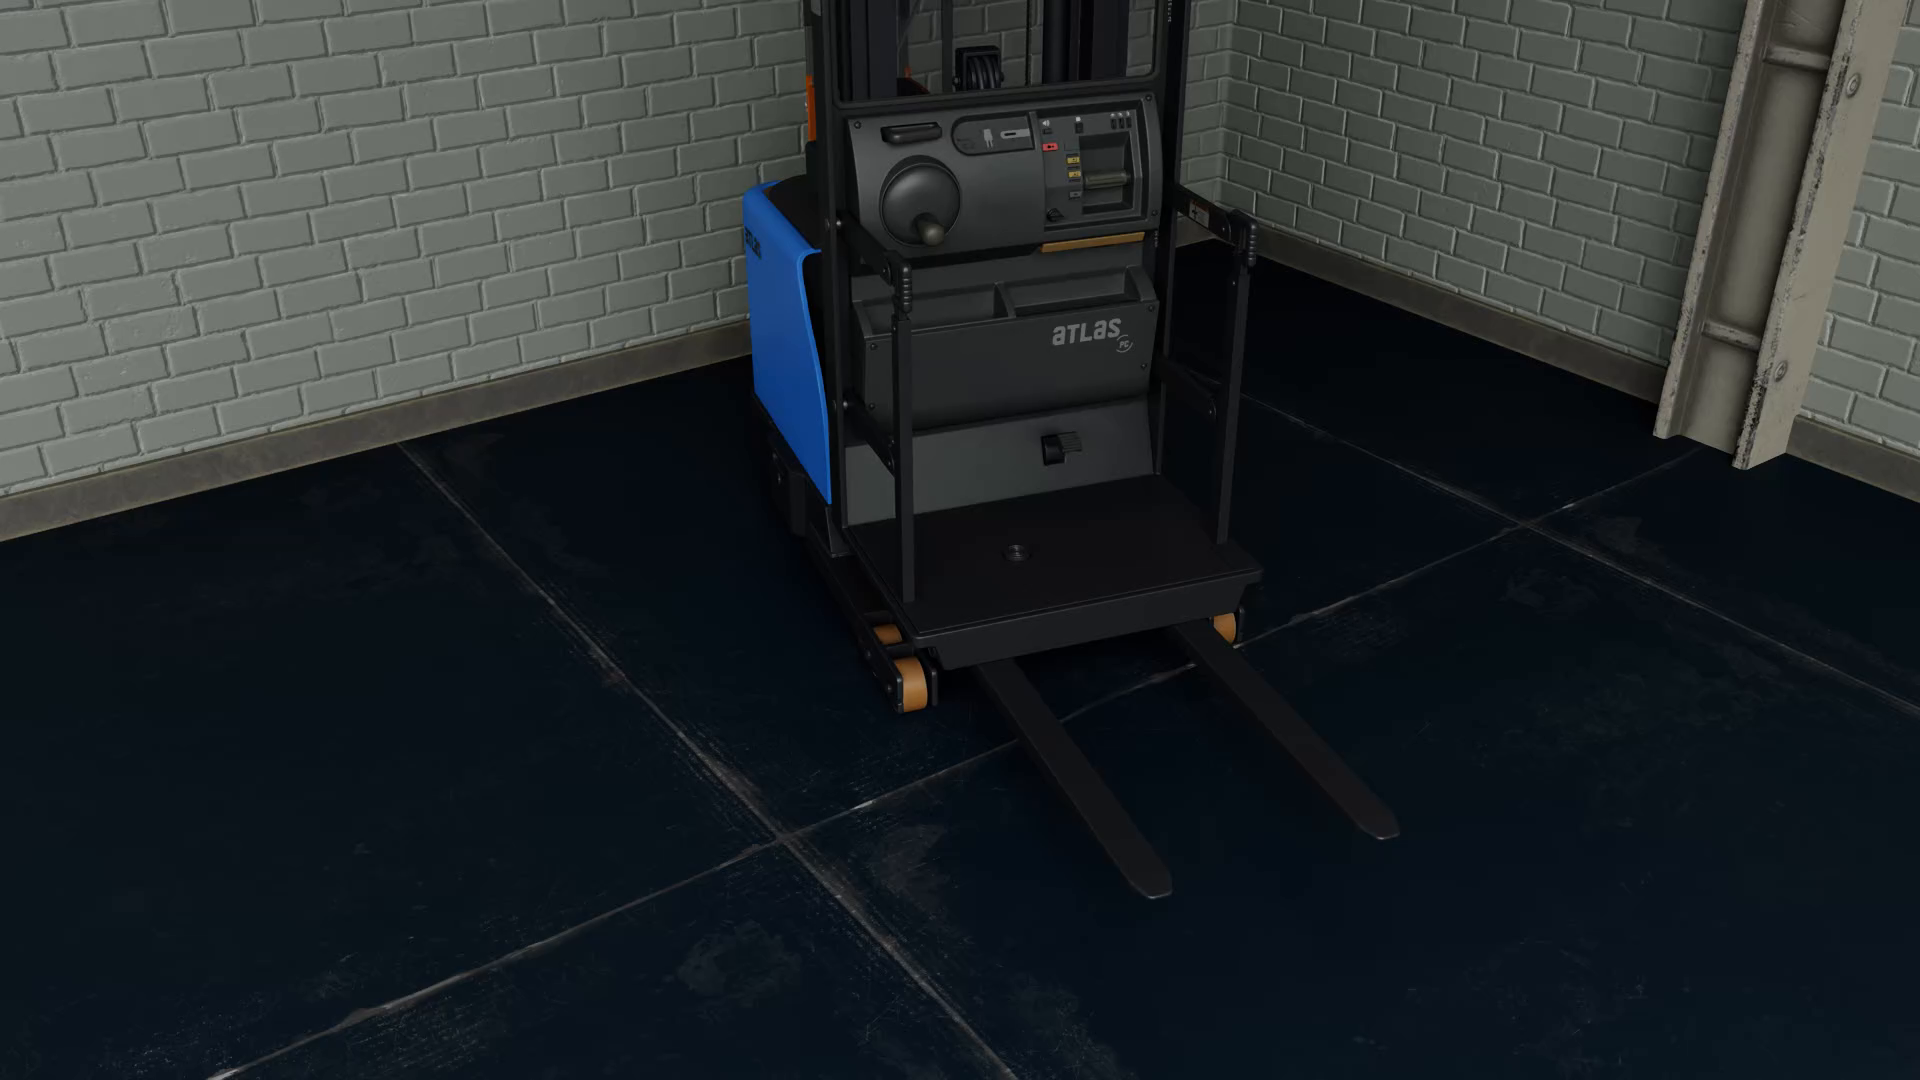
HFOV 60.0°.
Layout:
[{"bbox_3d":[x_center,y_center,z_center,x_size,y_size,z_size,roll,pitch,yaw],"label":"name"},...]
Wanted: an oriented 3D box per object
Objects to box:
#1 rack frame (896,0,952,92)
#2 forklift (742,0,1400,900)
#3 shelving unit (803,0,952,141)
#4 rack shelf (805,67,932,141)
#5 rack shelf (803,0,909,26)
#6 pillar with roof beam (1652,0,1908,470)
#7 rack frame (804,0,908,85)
[{"bbox_3d":[-0.219,-1.349,6.034,0.400,2.100,0.015,-10,30,-18],"label":"rack frame"},{"bbox_3d":[0.217,-1.009,4.537,1.130,2.935,3.031,-10,30,-18],"label":"forklift"},{"bbox_3d":[-0.304,-1.458,6.235,0.431,2.100,0.503,-10,30,-18],"label":"shelving unit"},{"bbox_3d":[-0.304,-1.446,6.242,0.431,0.518,0.480,-10,30,-18],"label":"rack shelf"},{"bbox_3d":[-0.304,-2.061,5.908,0.431,0.518,0.480,-10,30,-18],"label":"rack shelf"},{"bbox_3d":[-0.559,-3.143,2.108,9.100,9.000,0.400,-19,34,-31],"label":"pillar with roof beam"},{"bbox_3d":[-0.389,-1.567,6.436,0.400,2.100,0.015,-10,30,-18],"label":"rack frame"}]
